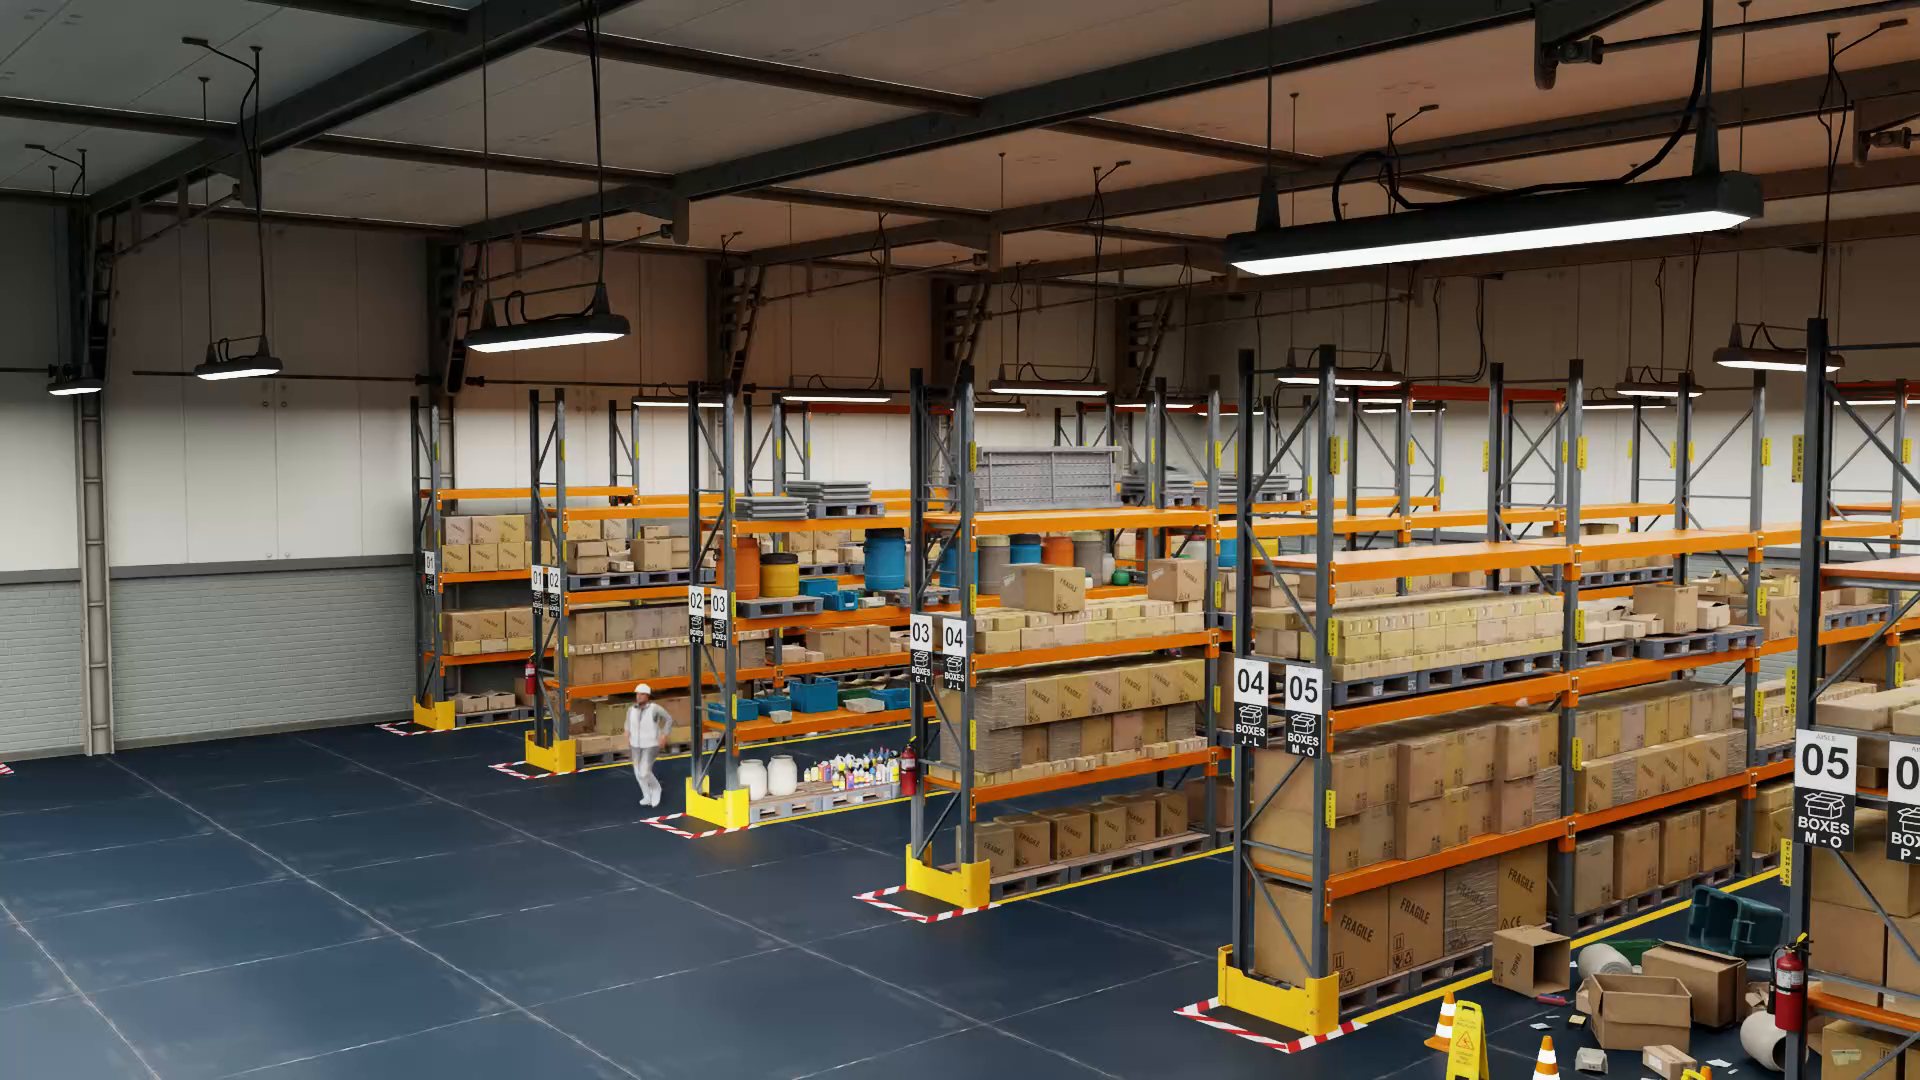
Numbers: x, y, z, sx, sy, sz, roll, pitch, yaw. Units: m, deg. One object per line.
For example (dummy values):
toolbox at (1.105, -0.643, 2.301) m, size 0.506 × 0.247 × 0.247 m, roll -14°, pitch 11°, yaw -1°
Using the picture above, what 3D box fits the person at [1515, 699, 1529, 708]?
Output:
person at (7.824, 2.993, 22.717) m, size 0.722 × 1.739 × 0.974 m, roll 3°, pitch 5°, yaw 42°

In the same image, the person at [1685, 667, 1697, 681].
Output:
person at (13.339, 2.536, 30.673) m, size 0.606 × 1.682 × 0.882 m, roll 0°, pitch 3°, yaw 1°

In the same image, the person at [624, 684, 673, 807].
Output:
person at (-4.452, 2.909, 23.475) m, size 0.676 × 1.763 × 0.643 m, roll 1°, pitch 4°, yaw 18°
